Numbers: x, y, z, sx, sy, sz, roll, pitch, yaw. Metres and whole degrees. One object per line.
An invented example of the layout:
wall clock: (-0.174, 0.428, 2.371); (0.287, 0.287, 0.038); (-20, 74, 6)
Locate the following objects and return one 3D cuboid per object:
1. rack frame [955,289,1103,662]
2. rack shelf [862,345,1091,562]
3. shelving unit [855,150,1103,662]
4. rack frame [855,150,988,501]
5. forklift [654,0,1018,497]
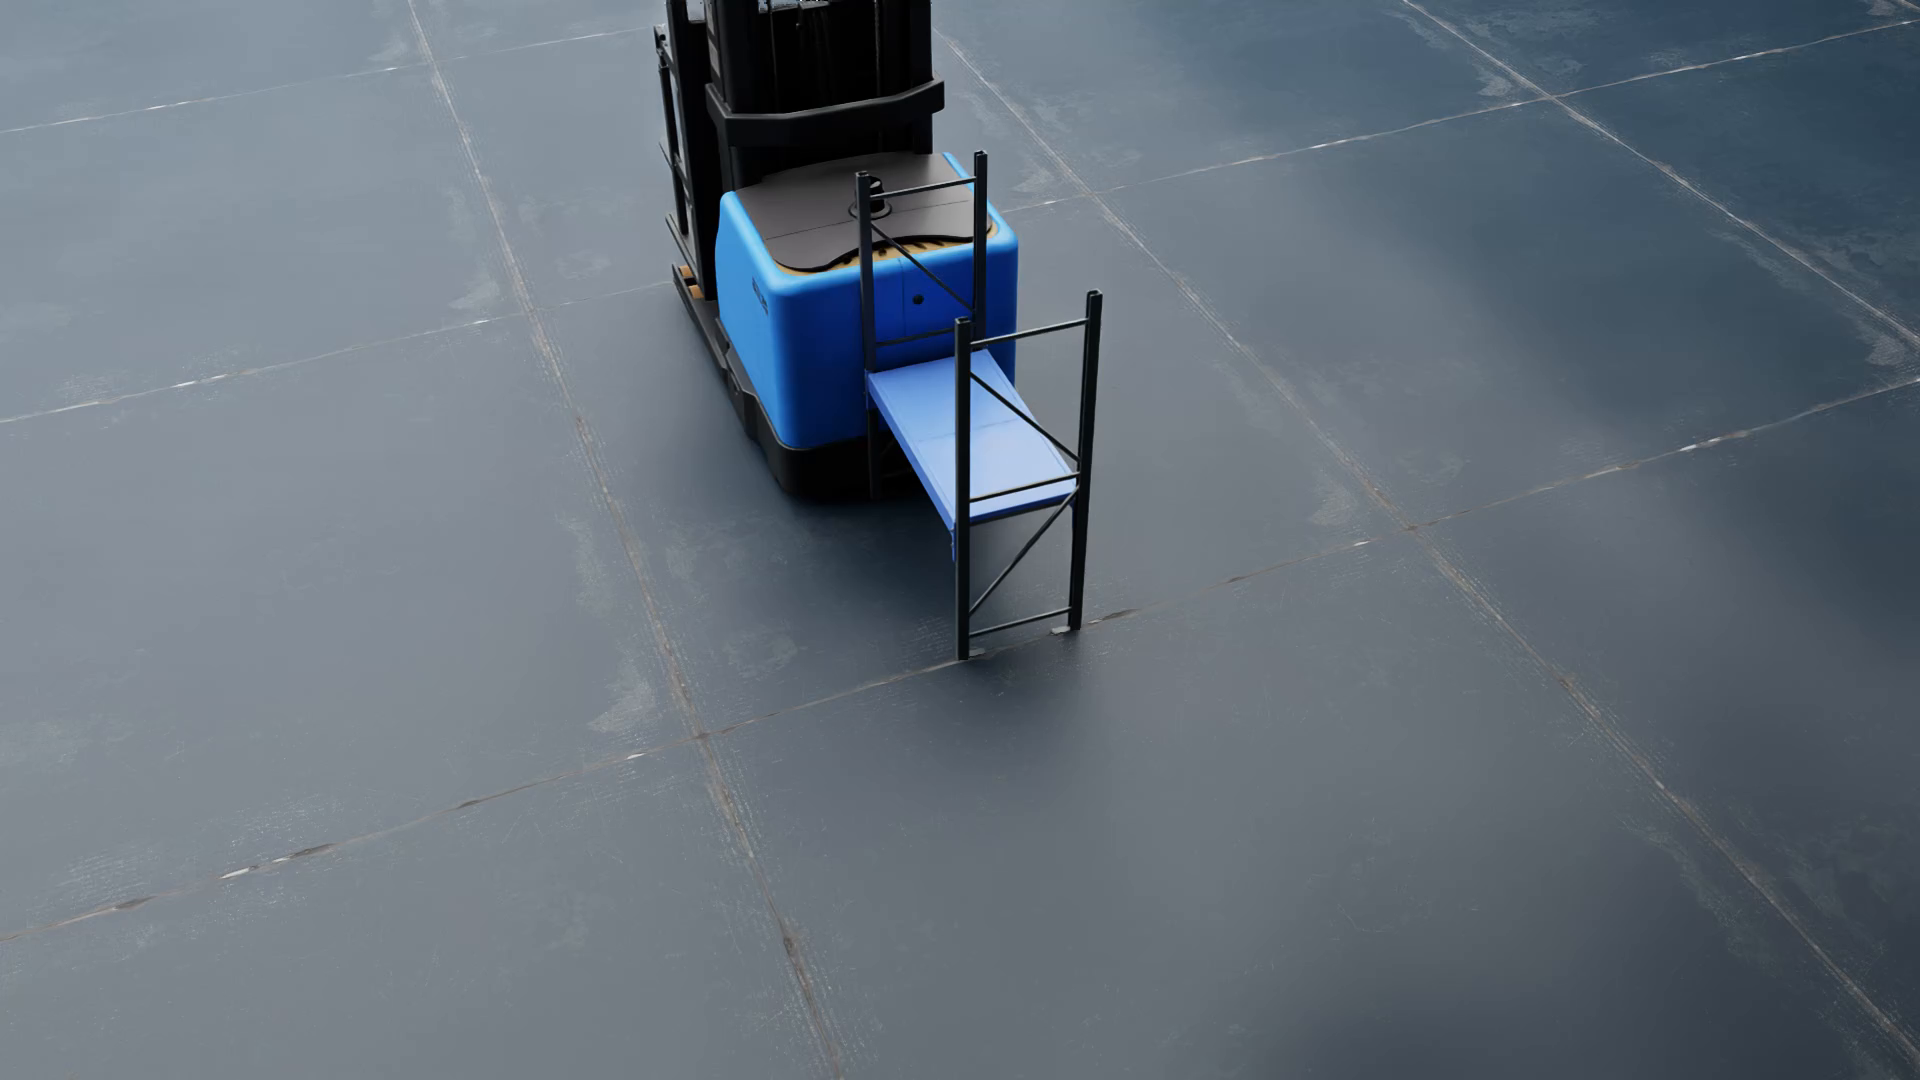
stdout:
rack frame: (0.223, -0.180, 5.809); (0.500, 1.500, 0.032); (-14, 43, -16)
rack shelf: (0.042, -0.354, 6.287); (0.538, 0.185, 1.000); (-14, 43, -16)
shelving unit: (0.042, -0.490, 6.170); (0.538, 1.500, 1.048); (-14, 43, -16)
rack frame: (-0.138, -0.800, 6.530); (0.500, 1.500, 0.032); (-14, 43, -16)
forklift: (-0.754, -2.259, 7.129); (1.130, 2.935, 3.031); (-14, 43, -16)
